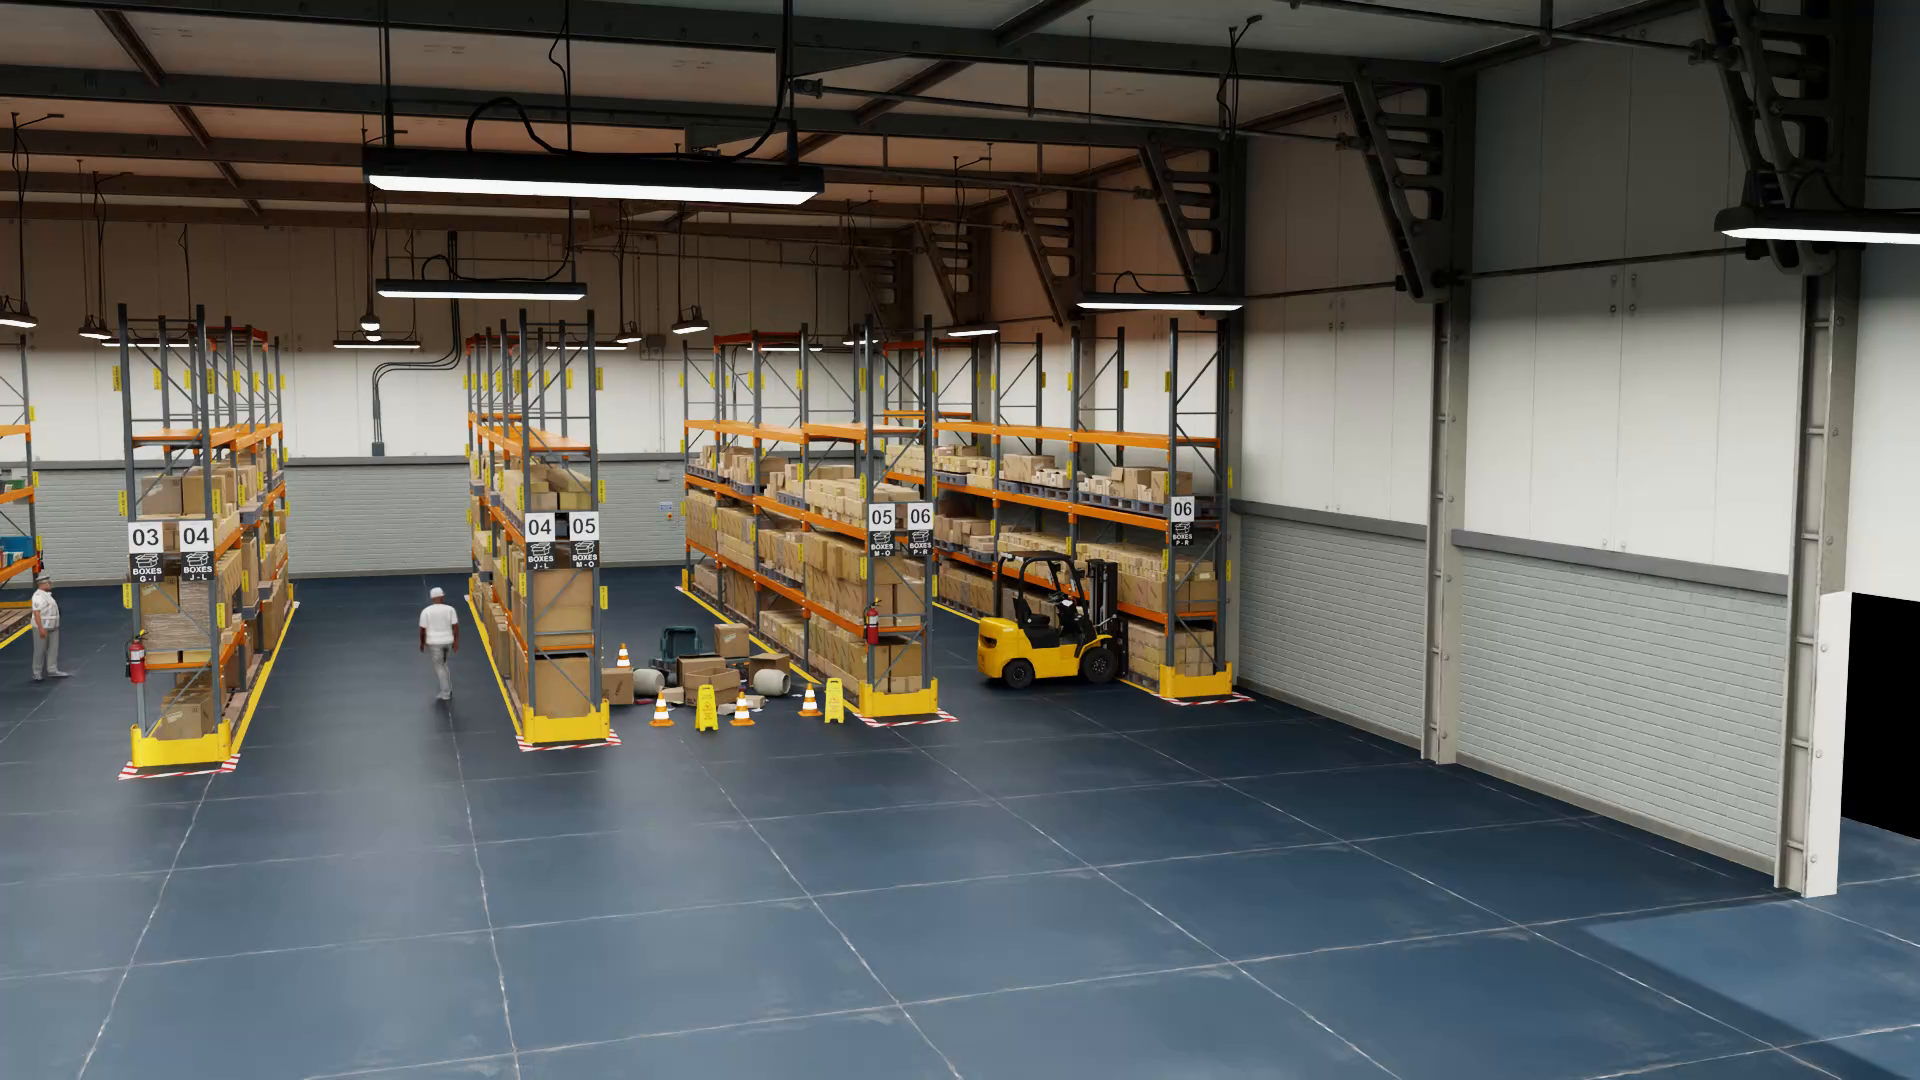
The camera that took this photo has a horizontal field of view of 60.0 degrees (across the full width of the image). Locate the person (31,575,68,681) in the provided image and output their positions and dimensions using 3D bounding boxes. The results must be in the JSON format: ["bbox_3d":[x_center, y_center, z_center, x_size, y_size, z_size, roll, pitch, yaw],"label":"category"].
[{"bbox_3d":[-15.447,1.471,28.083,0.459,1.762,0.577,1,5,9],"label":"person"}]

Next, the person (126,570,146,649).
[{"bbox_3d":[-15.287,1.193,31.203,0.514,1.828,0.603,1,6,14],"label":"person"}]

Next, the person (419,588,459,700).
[{"bbox_3d":[-8.224,1.656,26.196,0.540,1.818,0.543,4,7,34],"label":"person"}]
